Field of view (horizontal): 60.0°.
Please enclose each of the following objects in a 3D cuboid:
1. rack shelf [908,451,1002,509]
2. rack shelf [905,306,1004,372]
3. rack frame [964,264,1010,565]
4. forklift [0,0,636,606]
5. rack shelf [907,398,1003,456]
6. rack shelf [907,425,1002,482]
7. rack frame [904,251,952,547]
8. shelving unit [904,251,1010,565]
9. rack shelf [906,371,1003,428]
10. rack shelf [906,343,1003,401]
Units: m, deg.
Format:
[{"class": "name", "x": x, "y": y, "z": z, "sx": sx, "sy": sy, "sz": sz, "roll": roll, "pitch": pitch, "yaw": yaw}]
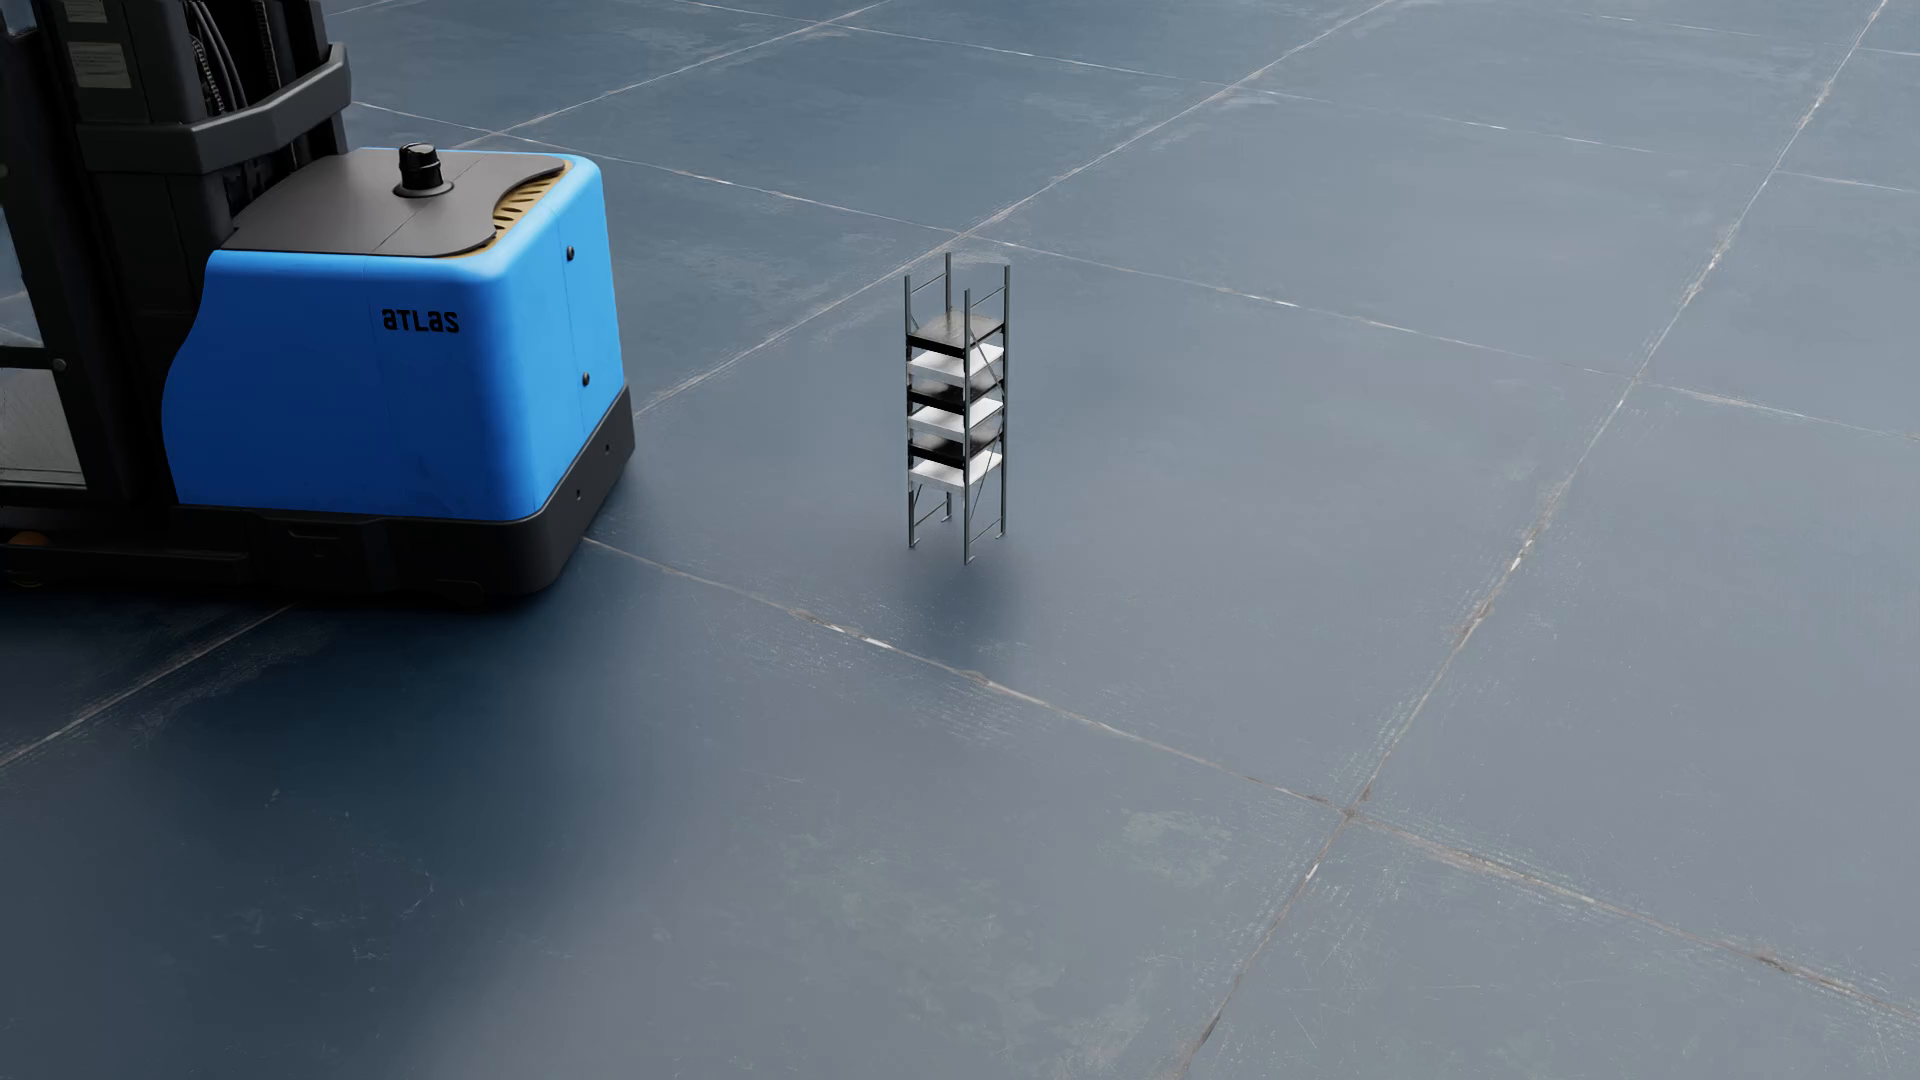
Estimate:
[{"class": "rack shelf", "x": -0.007, "y": -0.207, "z": 5.134, "sx": 0.200, "sy": 0.077, "sz": 0.258, "roll": 18, "pitch": 35, "yaw": 27}, {"class": "rack shelf", "x": -0.007, "y": -0.595, "z": 4.908, "sx": 0.200, "sy": 0.077, "sz": 0.258, "roll": 18, "pitch": 35, "yaw": 27}, {"class": "rack frame", "x": 0.079, "y": -0.364, "z": 4.980, "sx": 0.006, "sy": 0.900, "sz": 0.240, "roll": 18, "pitch": 35, "yaw": 27}, {"class": "forklift", "x": -2.654, "y": -1.383, "z": 4.713, "sx": 3.031, "sy": 2.935, "sz": 1.130, "roll": 3, "pitch": 30, "yaw": 5}, {"class": "rack shelf", "x": -0.007, "y": -0.362, "z": 5.044, "sx": 0.200, "sy": 0.077, "sz": 0.258, "roll": 18, "pitch": 35, "yaw": 27}, {"class": "rack shelf", "x": -0.007, "y": -0.284, "z": 5.089, "sx": 0.200, "sy": 0.077, "sz": 0.258, "roll": 18, "pitch": 35, "yaw": 27}, {"class": "rack frame", "x": -0.093, "y": -0.418, "z": 5.074, "sx": 0.006, "sy": 0.900, "sz": 0.240, "roll": 18, "pitch": 35, "yaw": 27}, {"class": "shelving unit", "x": -0.007, "y": -0.391, "z": 5.027, "sx": 0.210, "sy": 0.900, "sz": 0.258, "roll": 18, "pitch": 35, "yaw": 27}, {"class": "rack shelf", "x": -0.007, "y": -0.440, "z": 4.998, "sx": 0.200, "sy": 0.077, "sz": 0.258, "roll": 18, "pitch": 35, "yaw": 27}, {"class": "rack shelf", "x": -0.007, "y": -0.518, "z": 4.953, "sx": 0.200, "sy": 0.077, "sz": 0.258, "roll": 18, "pitch": 35, "yaw": 27}]
